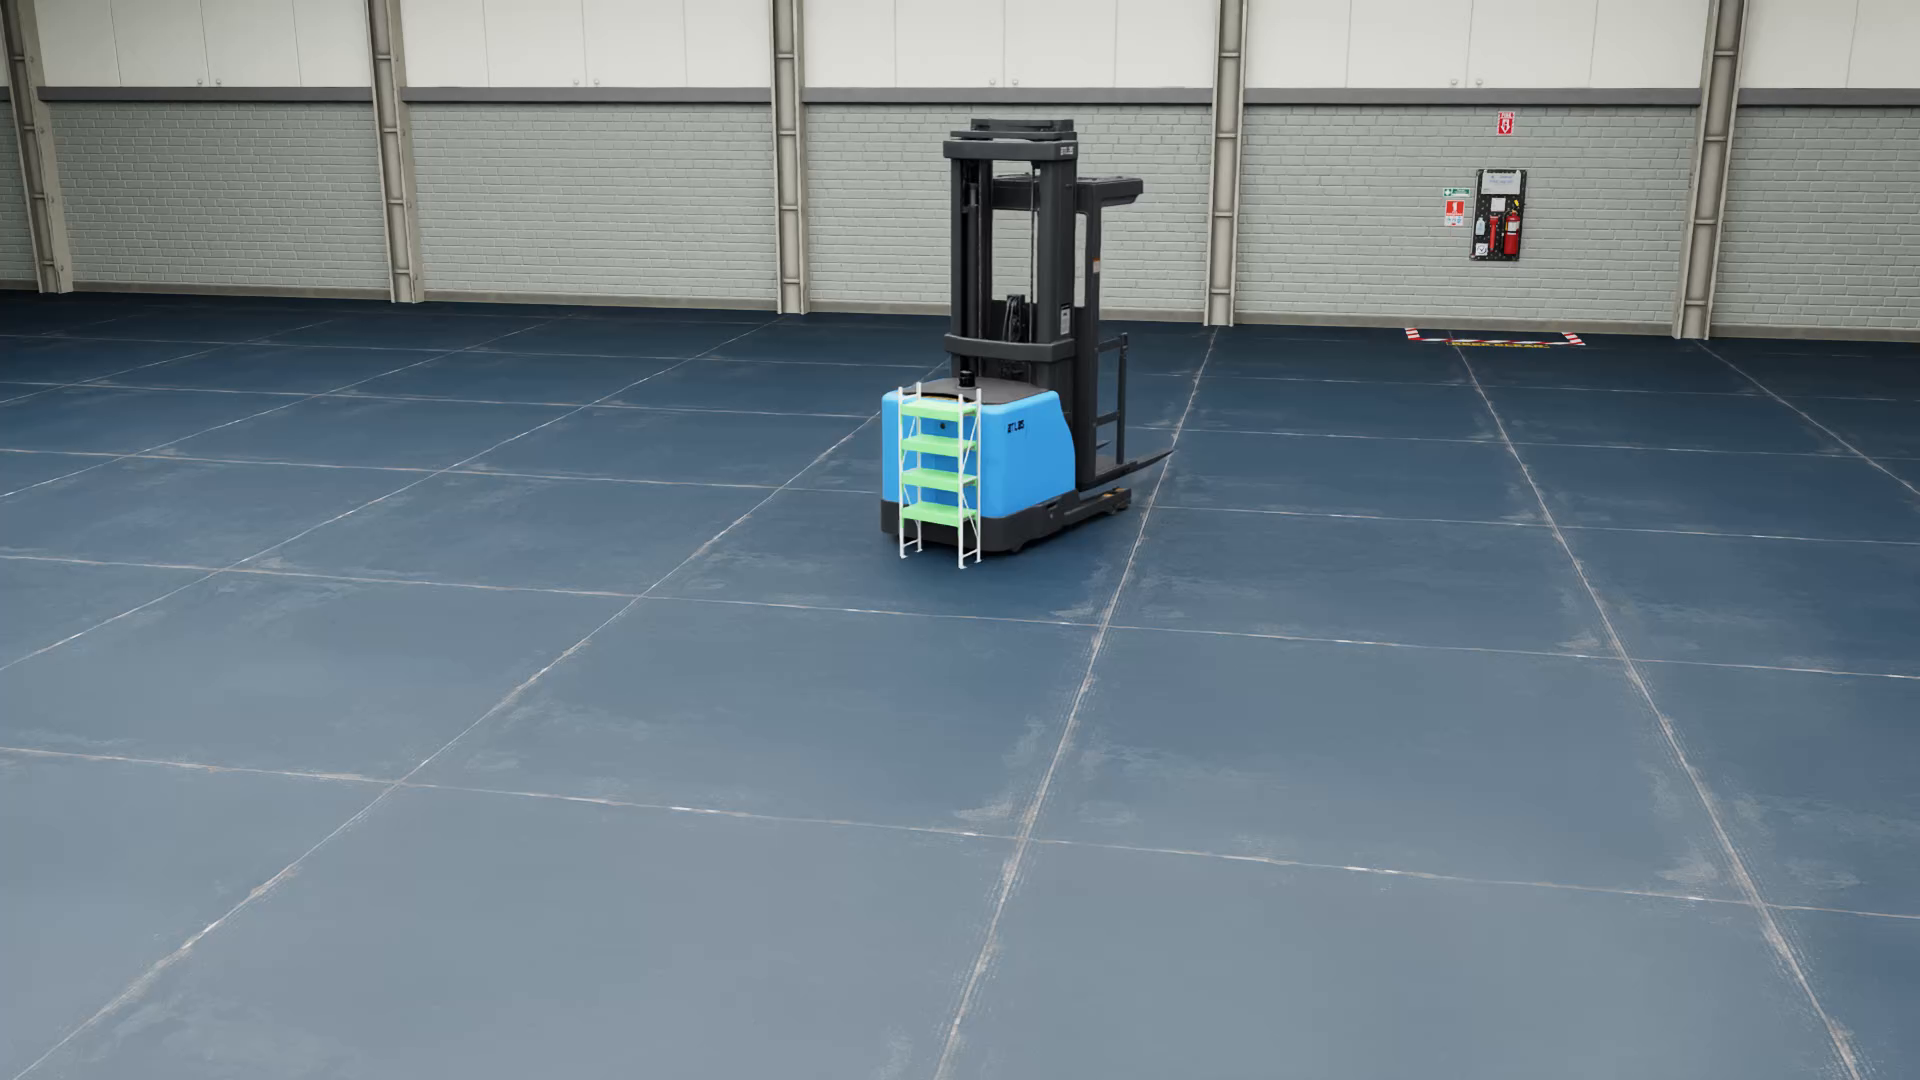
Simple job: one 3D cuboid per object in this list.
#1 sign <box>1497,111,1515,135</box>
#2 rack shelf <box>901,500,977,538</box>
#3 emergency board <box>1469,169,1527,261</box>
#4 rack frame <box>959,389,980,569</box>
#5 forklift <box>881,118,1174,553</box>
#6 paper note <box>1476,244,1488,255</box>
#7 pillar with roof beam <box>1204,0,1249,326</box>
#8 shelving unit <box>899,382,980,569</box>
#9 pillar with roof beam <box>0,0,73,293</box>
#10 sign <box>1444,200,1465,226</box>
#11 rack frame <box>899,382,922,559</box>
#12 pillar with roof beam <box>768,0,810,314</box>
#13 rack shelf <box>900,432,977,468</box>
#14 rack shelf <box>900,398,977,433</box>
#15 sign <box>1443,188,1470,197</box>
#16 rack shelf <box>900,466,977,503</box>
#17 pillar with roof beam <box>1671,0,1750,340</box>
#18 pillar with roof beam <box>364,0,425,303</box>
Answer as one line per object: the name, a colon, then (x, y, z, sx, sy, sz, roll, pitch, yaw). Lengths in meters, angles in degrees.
sign: (6.991, -5.338, 21.300, 0.199, 0.298, 0.001, 3, 16, 11)
rack shelf: (-0.138, -0.148, 11.419, 0.480, 0.148, 0.258, 10, 18, 32)
emergency board: (6.979, -4.194, 21.514, 0.643, 1.169, 0.194, 3, 16, 11)
rack frame: (0.066, -0.406, 11.209, 0.015, 1.200, 0.240, 10, 18, 32)
forklift: (0.669, -1.664, 12.509, 1.130, 2.935, 3.031, 10, 18, 32)
paper note: (6.819, -3.797, 21.731, 0.142, 0.148, 0.016, 3, 16, 11)
pillar with roof beam: (2.655, -6.137, 17.290, 0.400, 9.000, 9.100, 3, 16, 11)
shelving unit: (-0.138, -0.441, 11.338, 0.503, 1.200, 0.258, 10, 18, 32)
pillar with roof beam: (-14.984, -7.094, 20.746, 0.400, 9.000, 9.100, 3, 16, 11)
sign: (6.458, -4.268, 21.713, 0.234, 0.329, 0.001, 3, 16, 11)
rack frame: (-0.343, -0.477, 11.466, 0.015, 1.200, 0.240, 10, 18, 32)
pillar with roof beam: (-3.224, -6.456, 18.442, 0.400, 9.000, 9.100, 3, 16, 11)
rack shelf: (-0.138, -0.611, 11.291, 0.480, 0.148, 0.258, 10, 18, 32)
rack shelf: (-0.138, -0.842, 11.227, 0.480, 0.148, 0.258, 10, 18, 32)
sign: (6.460, -4.521, 21.633, 0.331, 0.109, 0.001, 3, 16, 11)
rack shelf: (-0.138, -0.380, 11.355, 0.480, 0.148, 0.258, 10, 18, 32)
pillar with roof beam: (8.535, -5.818, 16.137, 0.400, 9.000, 9.100, 3, 16, 11)
pillar with roof beam: (-9.104, -6.775, 19.594, 0.400, 9.000, 9.100, 3, 16, 11)
